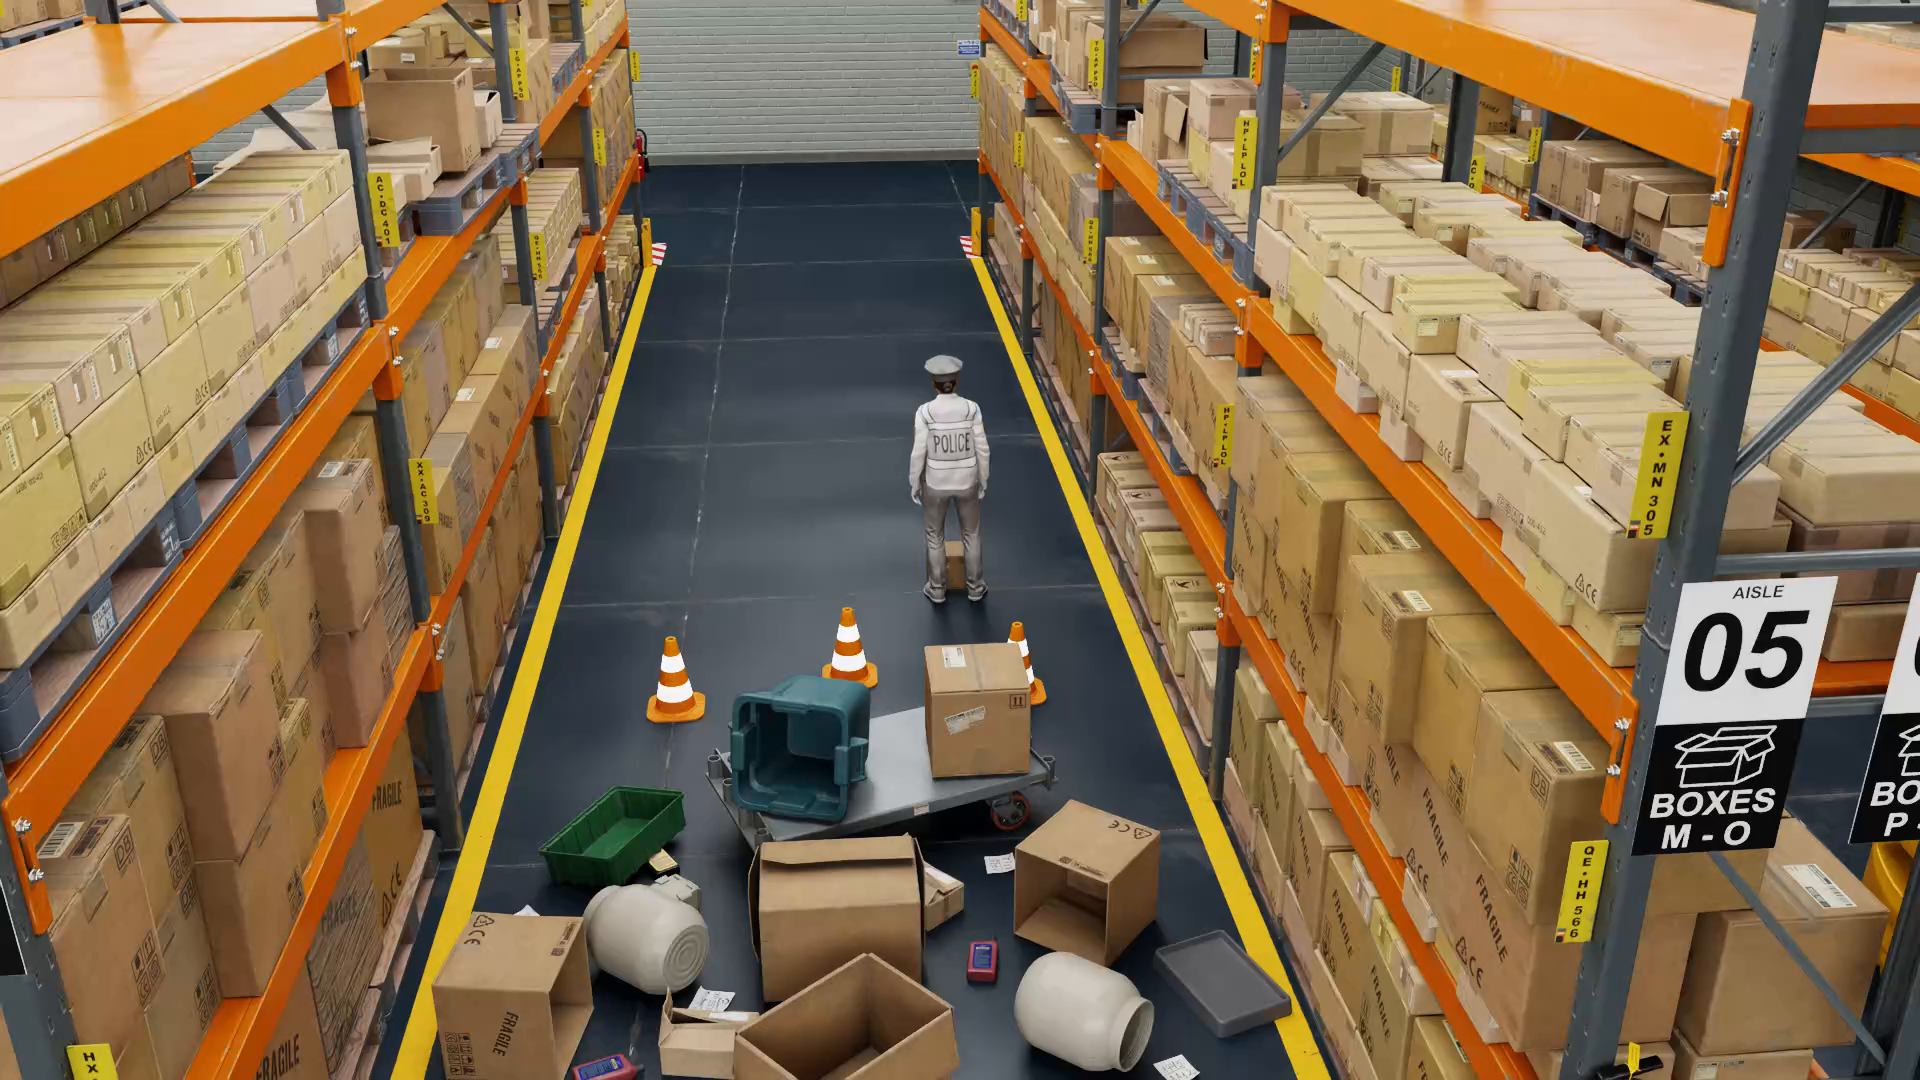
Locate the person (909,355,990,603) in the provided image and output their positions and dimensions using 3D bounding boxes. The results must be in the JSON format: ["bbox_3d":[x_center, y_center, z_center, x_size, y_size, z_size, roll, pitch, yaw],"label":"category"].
[{"bbox_3d":[-0.068,-0.372,10.939,0.541,1.662,0.375,-4,24,-8],"label":"person"}]
